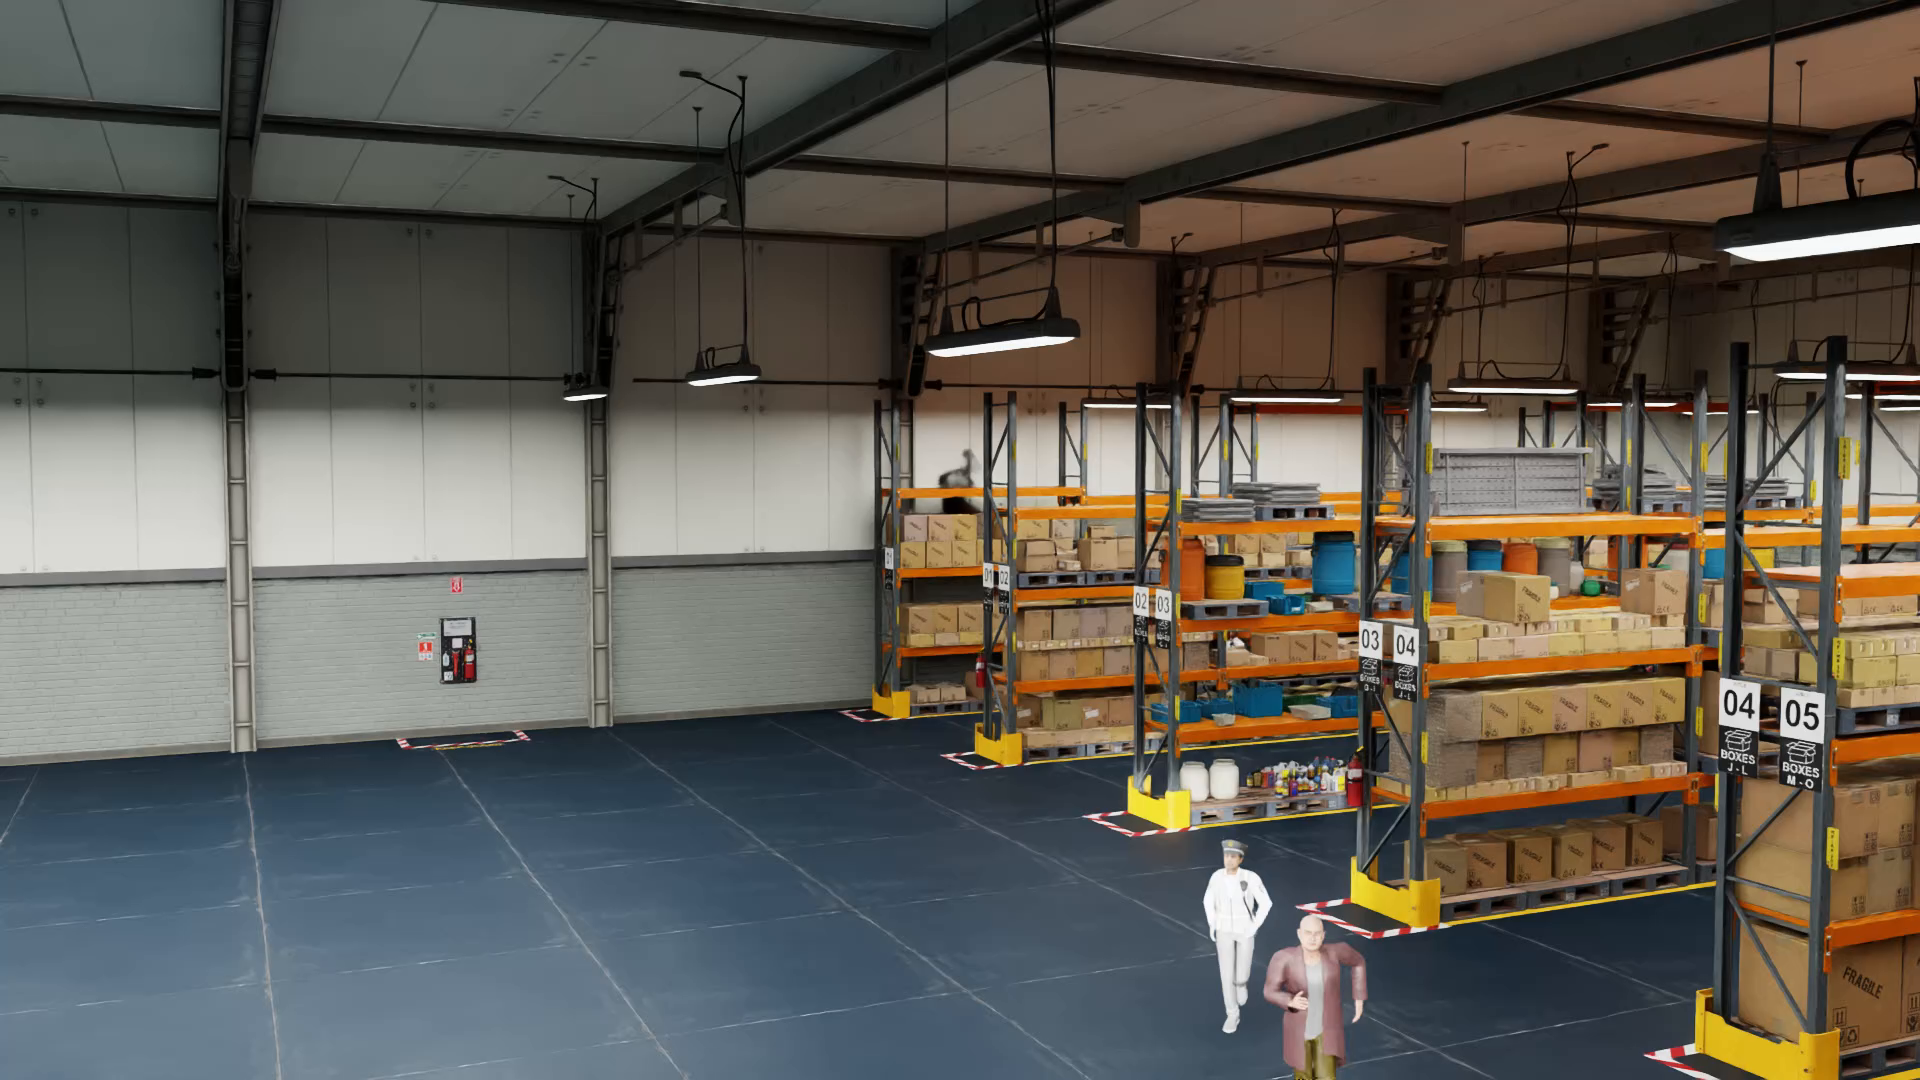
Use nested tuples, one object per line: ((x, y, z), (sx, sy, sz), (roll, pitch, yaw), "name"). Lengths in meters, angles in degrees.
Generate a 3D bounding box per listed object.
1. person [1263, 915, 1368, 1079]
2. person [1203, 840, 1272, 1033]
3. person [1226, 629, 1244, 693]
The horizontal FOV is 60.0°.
((2.577, 3.578, 12.055), (0.751, 1.781, 0.892), (1, 3, 11), "person")
((2.458, 3.479, 14.808), (0.612, 1.678, 0.585), (1, 4, 20), "person")
((5.219, 2.473, 31.741), (0.711, 1.753, 0.560), (-2, 4, -34), "person")
